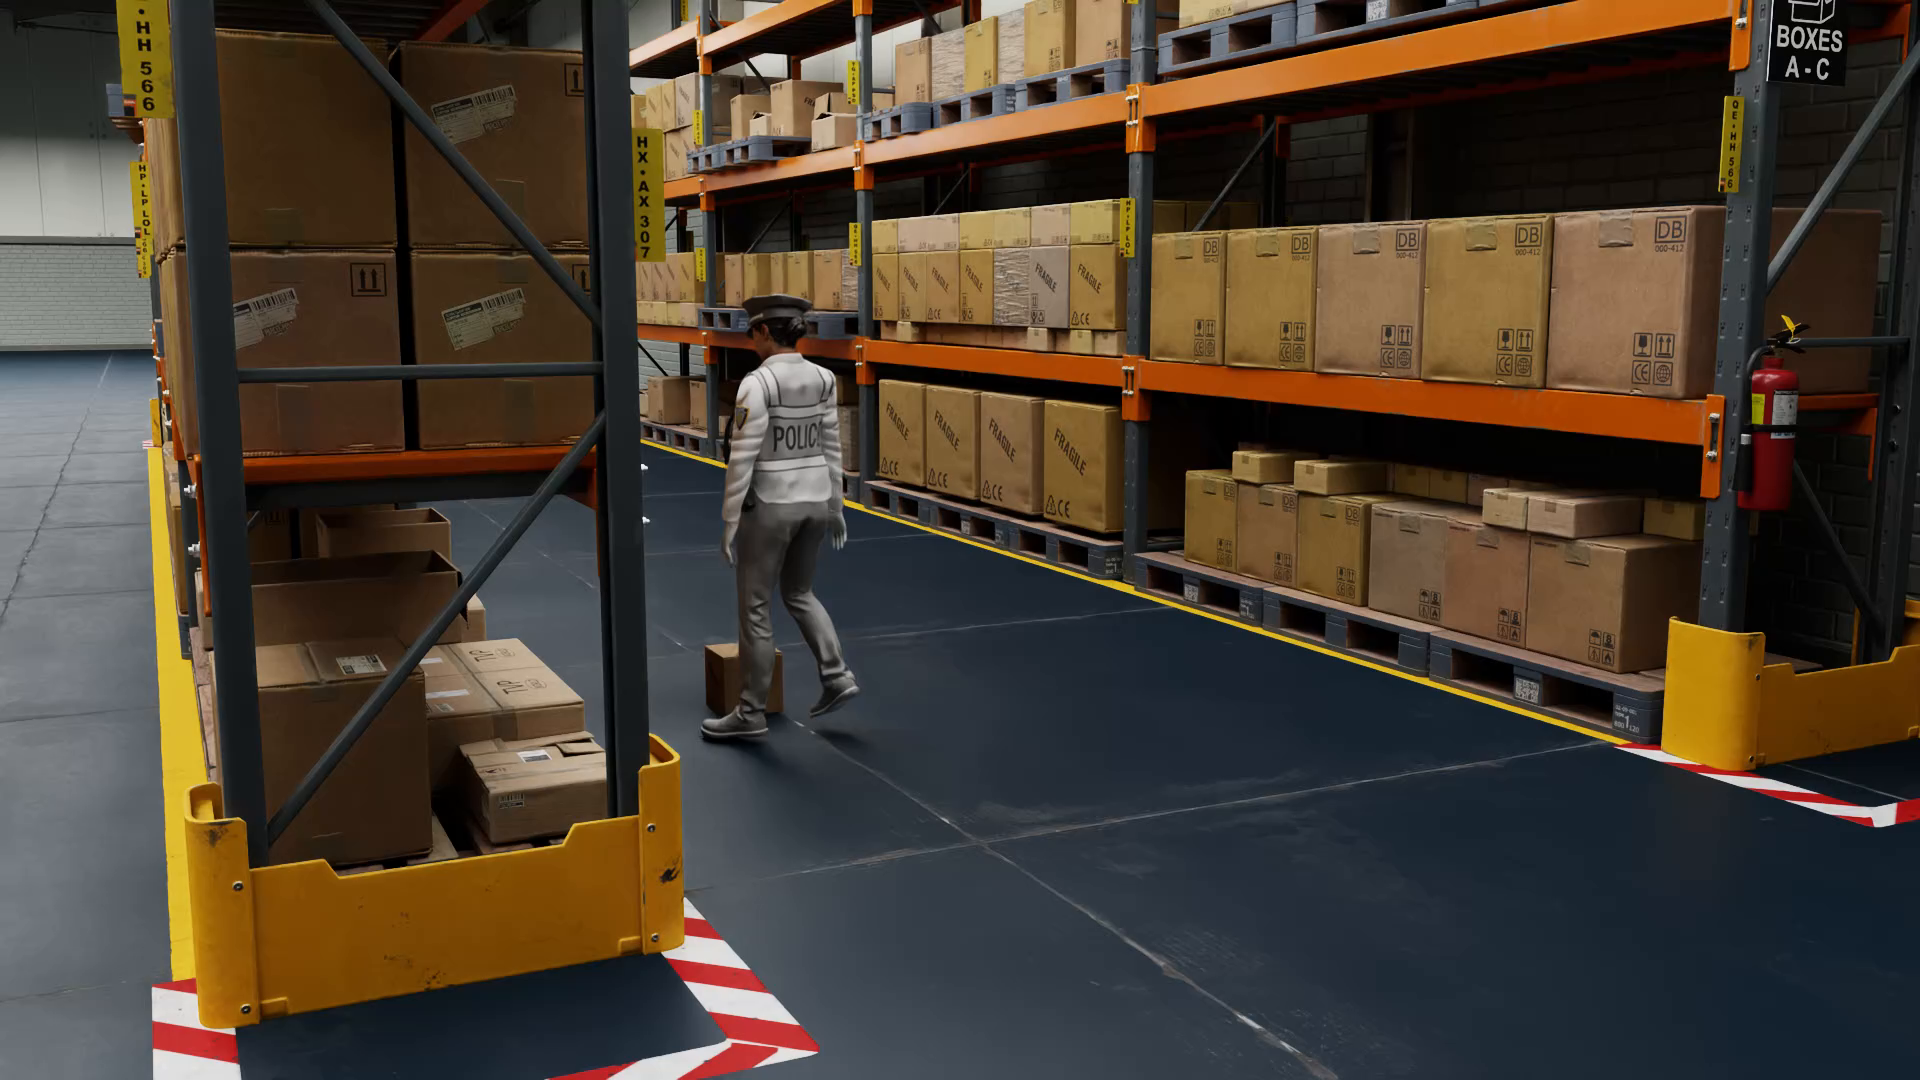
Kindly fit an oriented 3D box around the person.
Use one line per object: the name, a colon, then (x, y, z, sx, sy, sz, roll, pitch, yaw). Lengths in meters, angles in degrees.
person: (-0.676, -0.083, 6.267, 0.484, 1.672, 0.558, 8, 12, 43)
